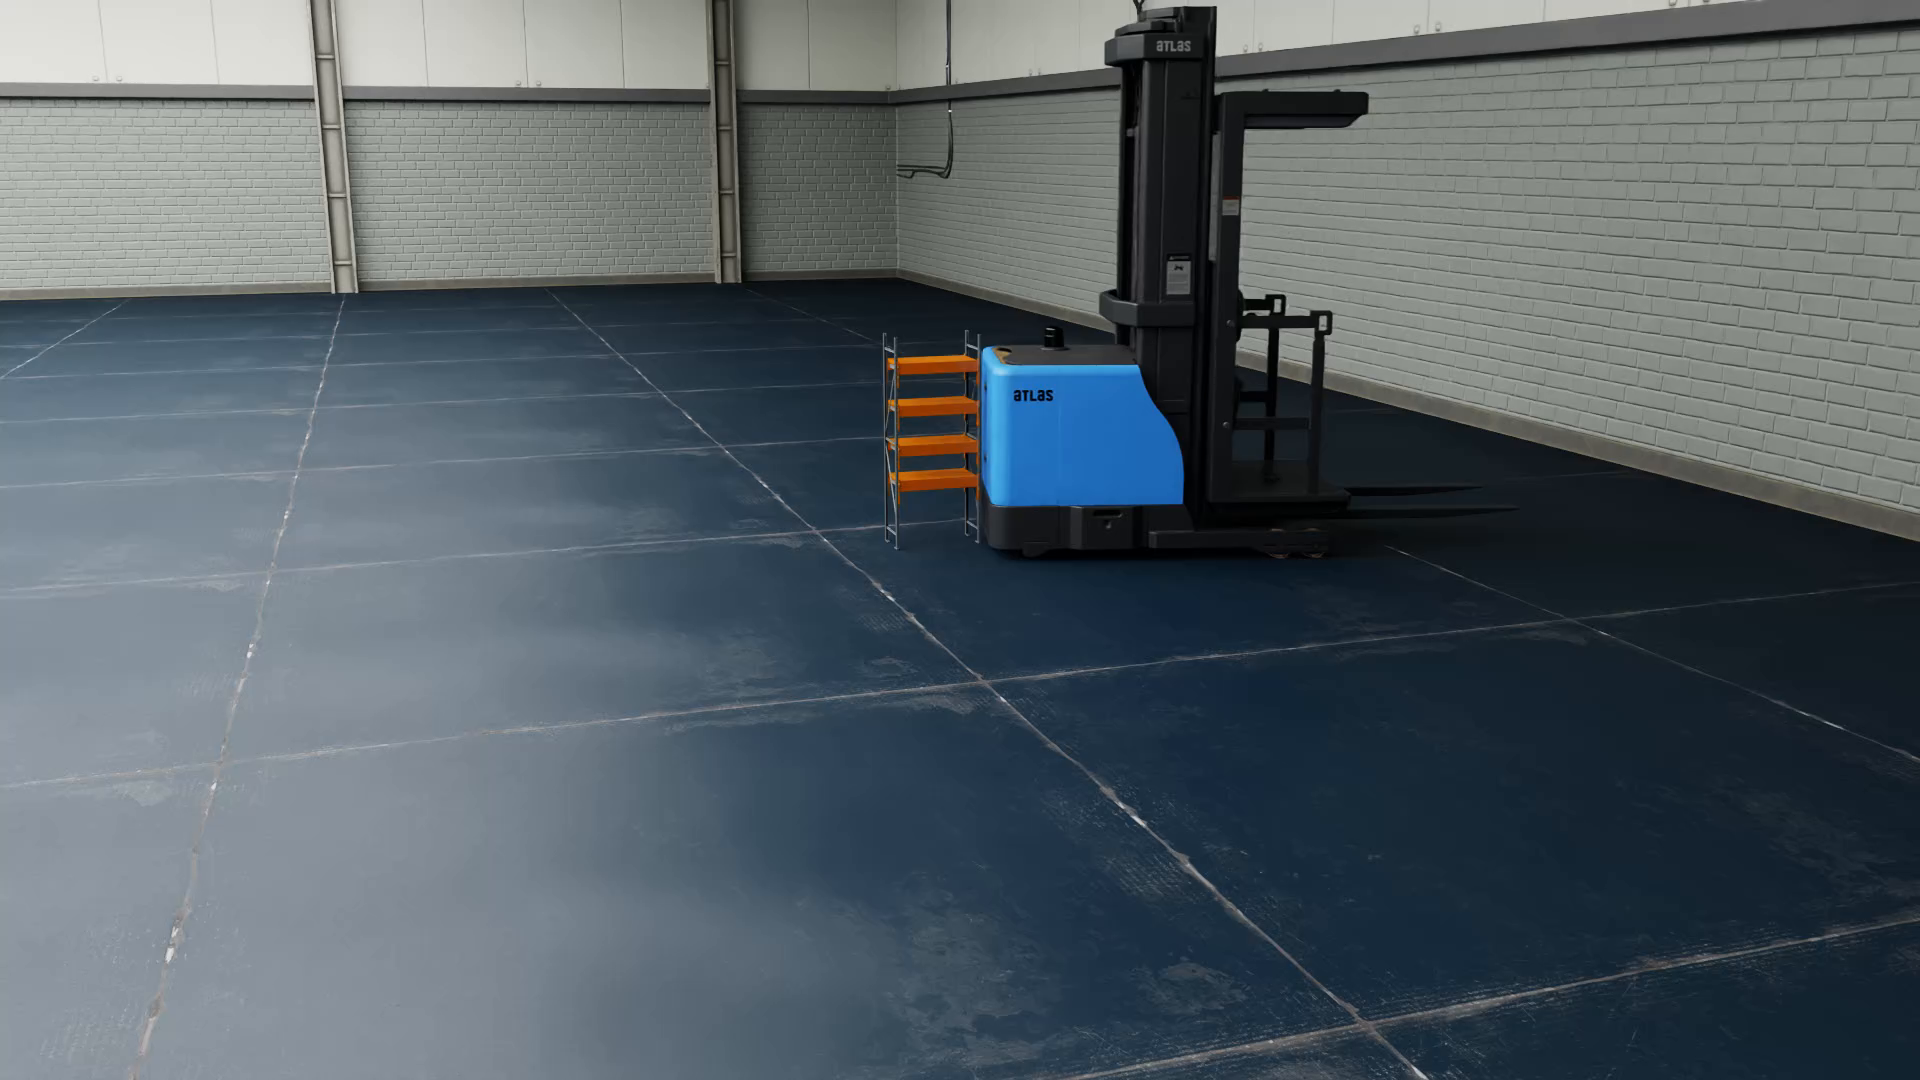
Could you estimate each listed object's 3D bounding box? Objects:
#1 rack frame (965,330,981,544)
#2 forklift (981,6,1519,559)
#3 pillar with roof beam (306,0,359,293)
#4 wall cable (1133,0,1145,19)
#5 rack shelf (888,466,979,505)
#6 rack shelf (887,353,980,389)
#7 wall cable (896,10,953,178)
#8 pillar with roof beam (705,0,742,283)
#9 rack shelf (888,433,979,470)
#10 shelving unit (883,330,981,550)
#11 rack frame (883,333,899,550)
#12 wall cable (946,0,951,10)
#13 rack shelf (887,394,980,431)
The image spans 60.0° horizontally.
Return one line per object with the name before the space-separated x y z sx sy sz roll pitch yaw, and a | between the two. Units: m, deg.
rack frame | 0.074 -0.590 9.528 0.015 1.200 0.240 -4 14 -18
forklift | 1.645 -1.444 9.380 3.031 2.935 1.130 -1 13 -4
pillar with roof beam | -8.172 -7.283 20.815 0.400 9.000 9.100 -4 14 -18
wall cable | 2.368 -8.169 17.189 0.169 6.003 2.305 -4 14 -18
rack shelf | -0.157 -0.313 9.514 0.480 0.148 0.258 -4 14 -18
rack shelf | -0.157 -0.954 9.362 0.480 0.148 0.258 -4 14 -18
wall cable | -0.645 -7.087 26.700 0.112 2.526 3.097 -4 14 -18
pillar with roof beam | -2.486 -7.726 22.677 0.400 9.000 9.100 -4 14 -18
rack shelf | -0.157 -0.506 9.468 0.480 0.148 0.258 -4 14 -18
shelving unit | -0.157 -0.572 9.453 0.503 1.200 0.258 -4 14 -18
rack frame | -0.388 -0.553 9.377 0.015 1.200 0.240 -4 14 -18
wall cable | 0.218 -8.951 23.622 0.112 2.526 3.097 -4 14 -18
rack shelf | -0.157 -0.724 9.416 0.480 0.148 0.258 -4 14 -18
